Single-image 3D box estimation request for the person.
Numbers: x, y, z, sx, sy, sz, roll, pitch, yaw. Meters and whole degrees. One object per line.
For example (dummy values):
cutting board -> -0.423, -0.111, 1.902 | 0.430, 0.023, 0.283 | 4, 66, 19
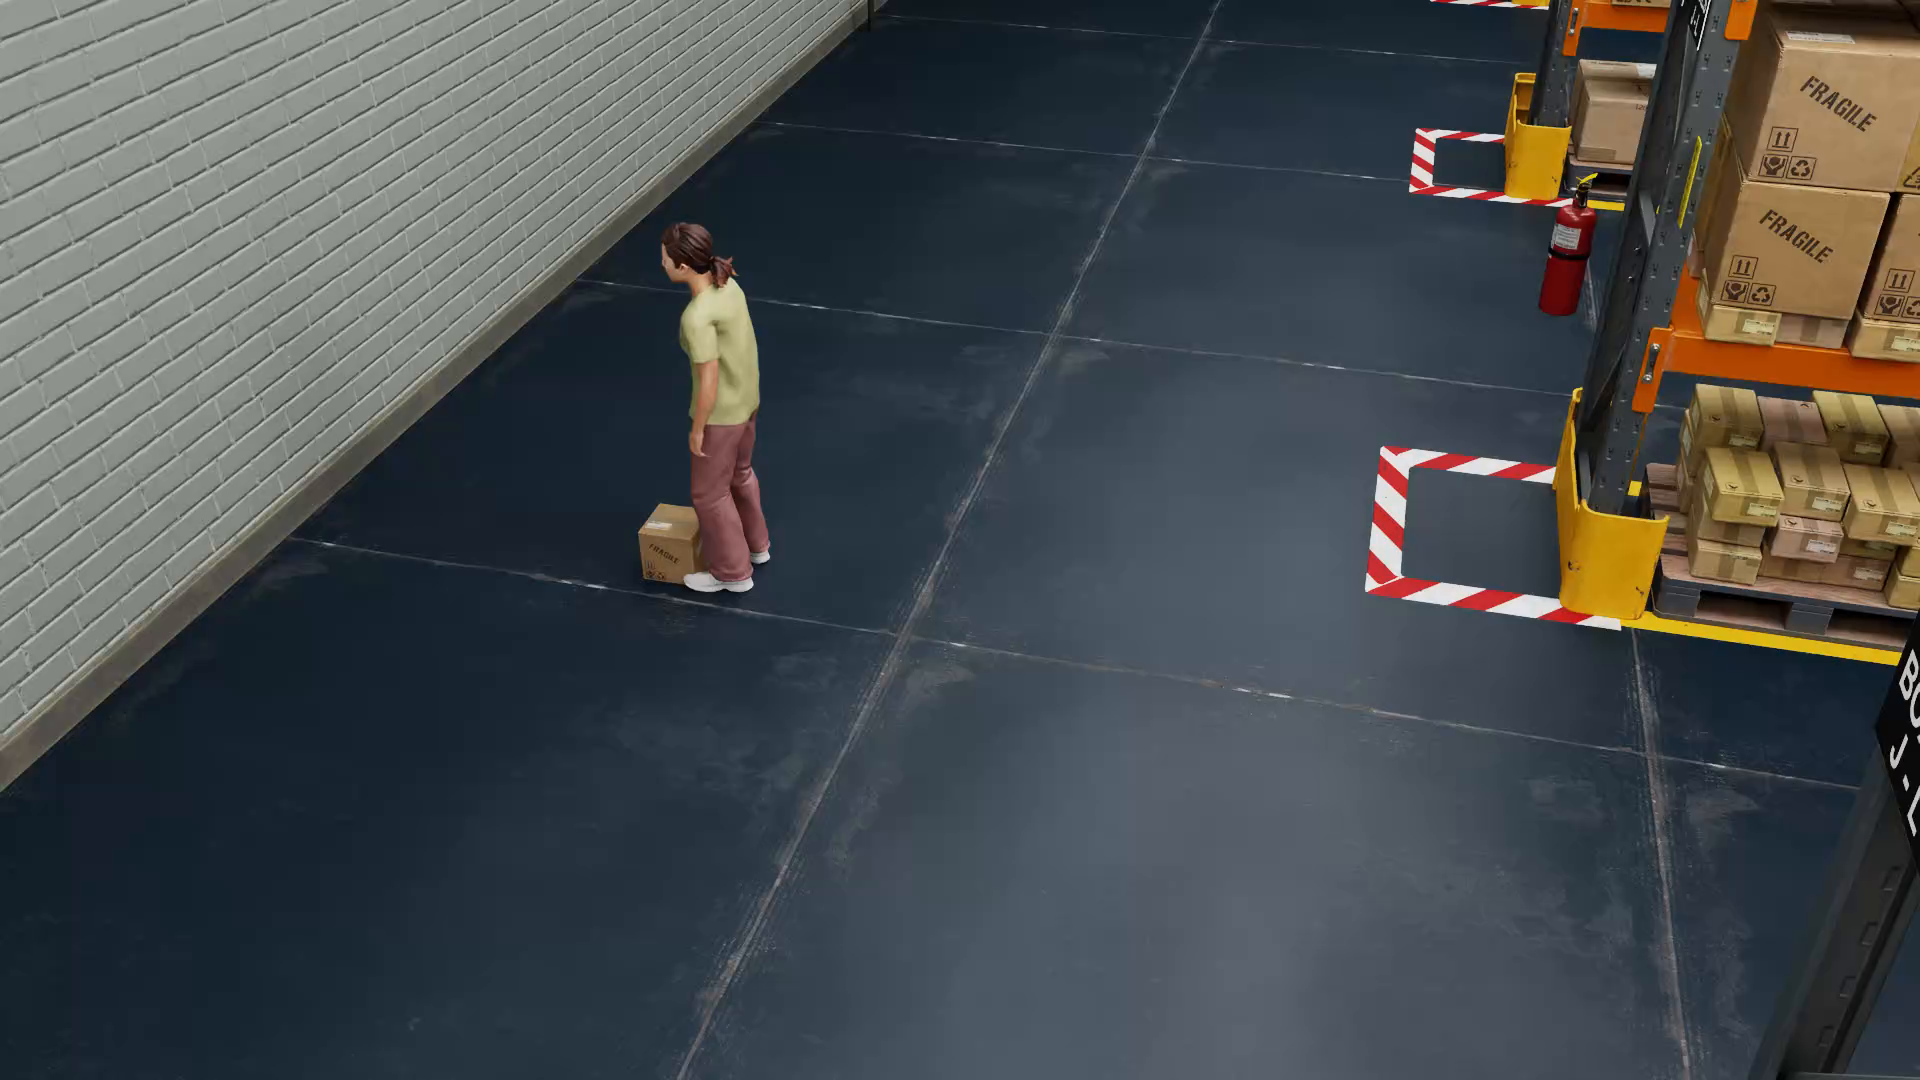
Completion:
person -> -1.022, -0.535, 6.985 | 0.356, 1.652, 0.513 | 7, 34, 11
